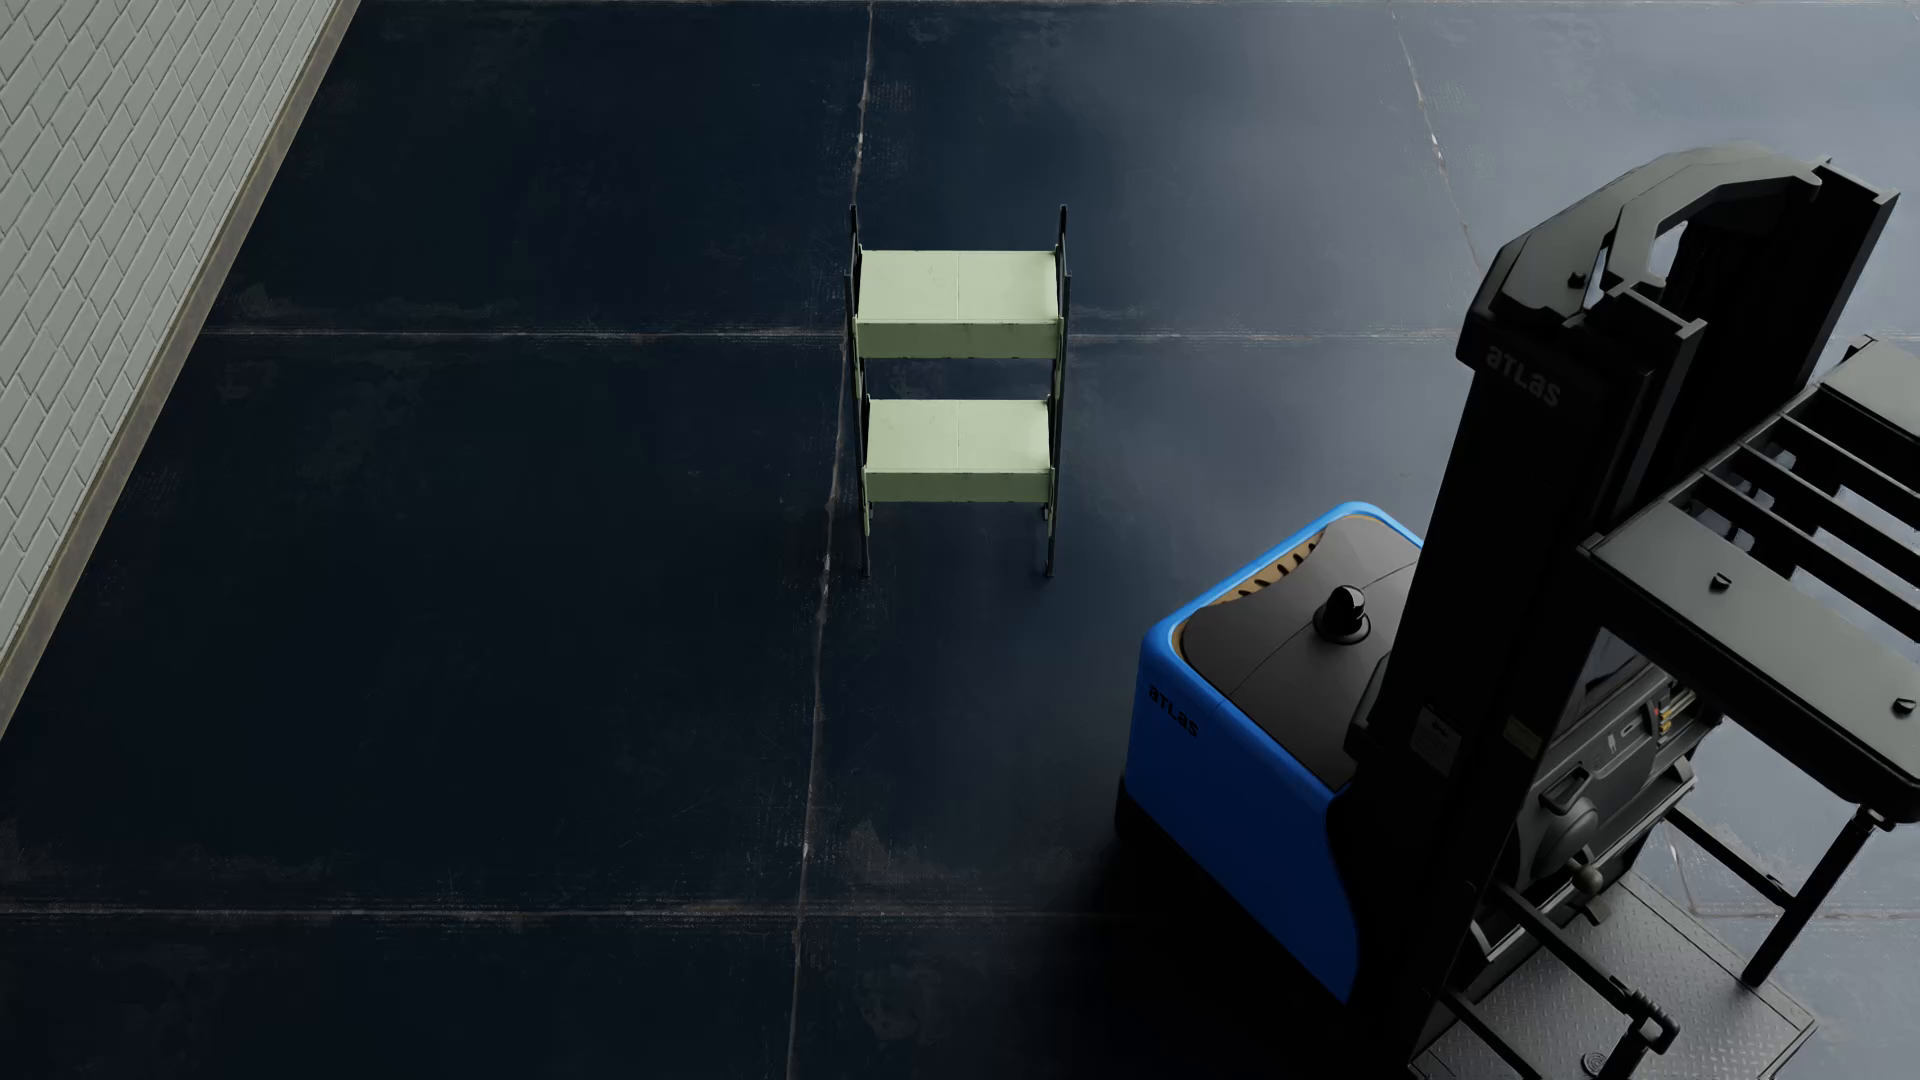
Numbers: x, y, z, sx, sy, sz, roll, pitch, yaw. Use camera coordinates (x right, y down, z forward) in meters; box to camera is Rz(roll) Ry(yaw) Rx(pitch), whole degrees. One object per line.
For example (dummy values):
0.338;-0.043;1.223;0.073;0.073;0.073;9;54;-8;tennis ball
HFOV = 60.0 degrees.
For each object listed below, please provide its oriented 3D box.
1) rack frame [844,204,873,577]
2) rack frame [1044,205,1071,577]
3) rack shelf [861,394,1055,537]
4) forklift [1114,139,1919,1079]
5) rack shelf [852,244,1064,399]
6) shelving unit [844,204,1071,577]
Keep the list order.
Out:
-0.373;-0.512;6.202;0.023;1.500;0.400;0;47;0;rack frame
0.359;-0.510;6.200;0.023;1.500;0.400;0;47;0;rack frame
-0.007;-0.289;6.440;0.720;0.370;0.431;0;47;0;rack shelf
1.844;0.645;4.147;1.130;2.935;3.031;-30;54;-25;forklift
-0.007;-0.777;5.915;0.720;0.370;0.431;0;47;0;rack shelf
-0.007;-0.511;6.201;0.755;1.500;0.431;0;47;0;shelving unit
